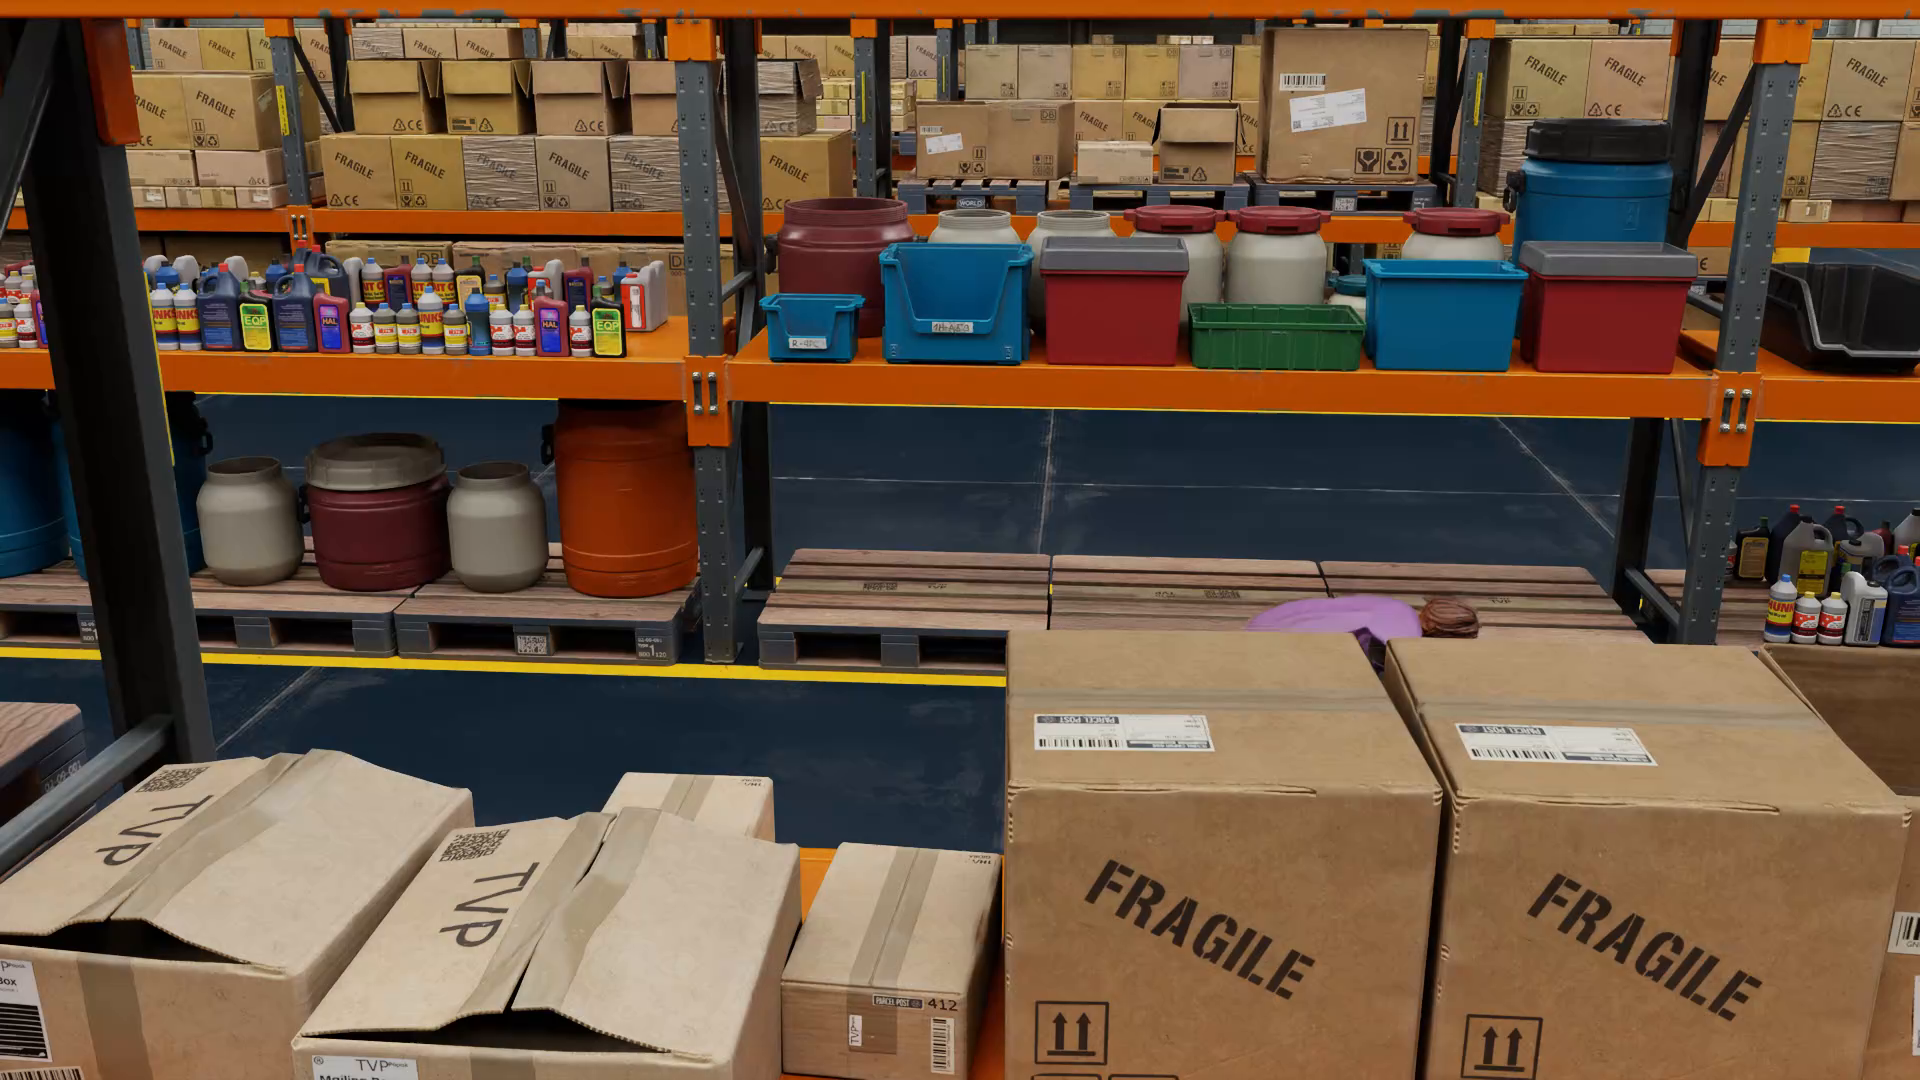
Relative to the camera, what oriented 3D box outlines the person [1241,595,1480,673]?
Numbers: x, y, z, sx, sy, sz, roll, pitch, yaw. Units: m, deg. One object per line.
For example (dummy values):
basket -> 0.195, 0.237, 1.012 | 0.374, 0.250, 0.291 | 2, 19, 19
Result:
person -> 1.391, 0.541, 5.905 | 0.863, 0.700, 0.422 | 1, 18, 3
